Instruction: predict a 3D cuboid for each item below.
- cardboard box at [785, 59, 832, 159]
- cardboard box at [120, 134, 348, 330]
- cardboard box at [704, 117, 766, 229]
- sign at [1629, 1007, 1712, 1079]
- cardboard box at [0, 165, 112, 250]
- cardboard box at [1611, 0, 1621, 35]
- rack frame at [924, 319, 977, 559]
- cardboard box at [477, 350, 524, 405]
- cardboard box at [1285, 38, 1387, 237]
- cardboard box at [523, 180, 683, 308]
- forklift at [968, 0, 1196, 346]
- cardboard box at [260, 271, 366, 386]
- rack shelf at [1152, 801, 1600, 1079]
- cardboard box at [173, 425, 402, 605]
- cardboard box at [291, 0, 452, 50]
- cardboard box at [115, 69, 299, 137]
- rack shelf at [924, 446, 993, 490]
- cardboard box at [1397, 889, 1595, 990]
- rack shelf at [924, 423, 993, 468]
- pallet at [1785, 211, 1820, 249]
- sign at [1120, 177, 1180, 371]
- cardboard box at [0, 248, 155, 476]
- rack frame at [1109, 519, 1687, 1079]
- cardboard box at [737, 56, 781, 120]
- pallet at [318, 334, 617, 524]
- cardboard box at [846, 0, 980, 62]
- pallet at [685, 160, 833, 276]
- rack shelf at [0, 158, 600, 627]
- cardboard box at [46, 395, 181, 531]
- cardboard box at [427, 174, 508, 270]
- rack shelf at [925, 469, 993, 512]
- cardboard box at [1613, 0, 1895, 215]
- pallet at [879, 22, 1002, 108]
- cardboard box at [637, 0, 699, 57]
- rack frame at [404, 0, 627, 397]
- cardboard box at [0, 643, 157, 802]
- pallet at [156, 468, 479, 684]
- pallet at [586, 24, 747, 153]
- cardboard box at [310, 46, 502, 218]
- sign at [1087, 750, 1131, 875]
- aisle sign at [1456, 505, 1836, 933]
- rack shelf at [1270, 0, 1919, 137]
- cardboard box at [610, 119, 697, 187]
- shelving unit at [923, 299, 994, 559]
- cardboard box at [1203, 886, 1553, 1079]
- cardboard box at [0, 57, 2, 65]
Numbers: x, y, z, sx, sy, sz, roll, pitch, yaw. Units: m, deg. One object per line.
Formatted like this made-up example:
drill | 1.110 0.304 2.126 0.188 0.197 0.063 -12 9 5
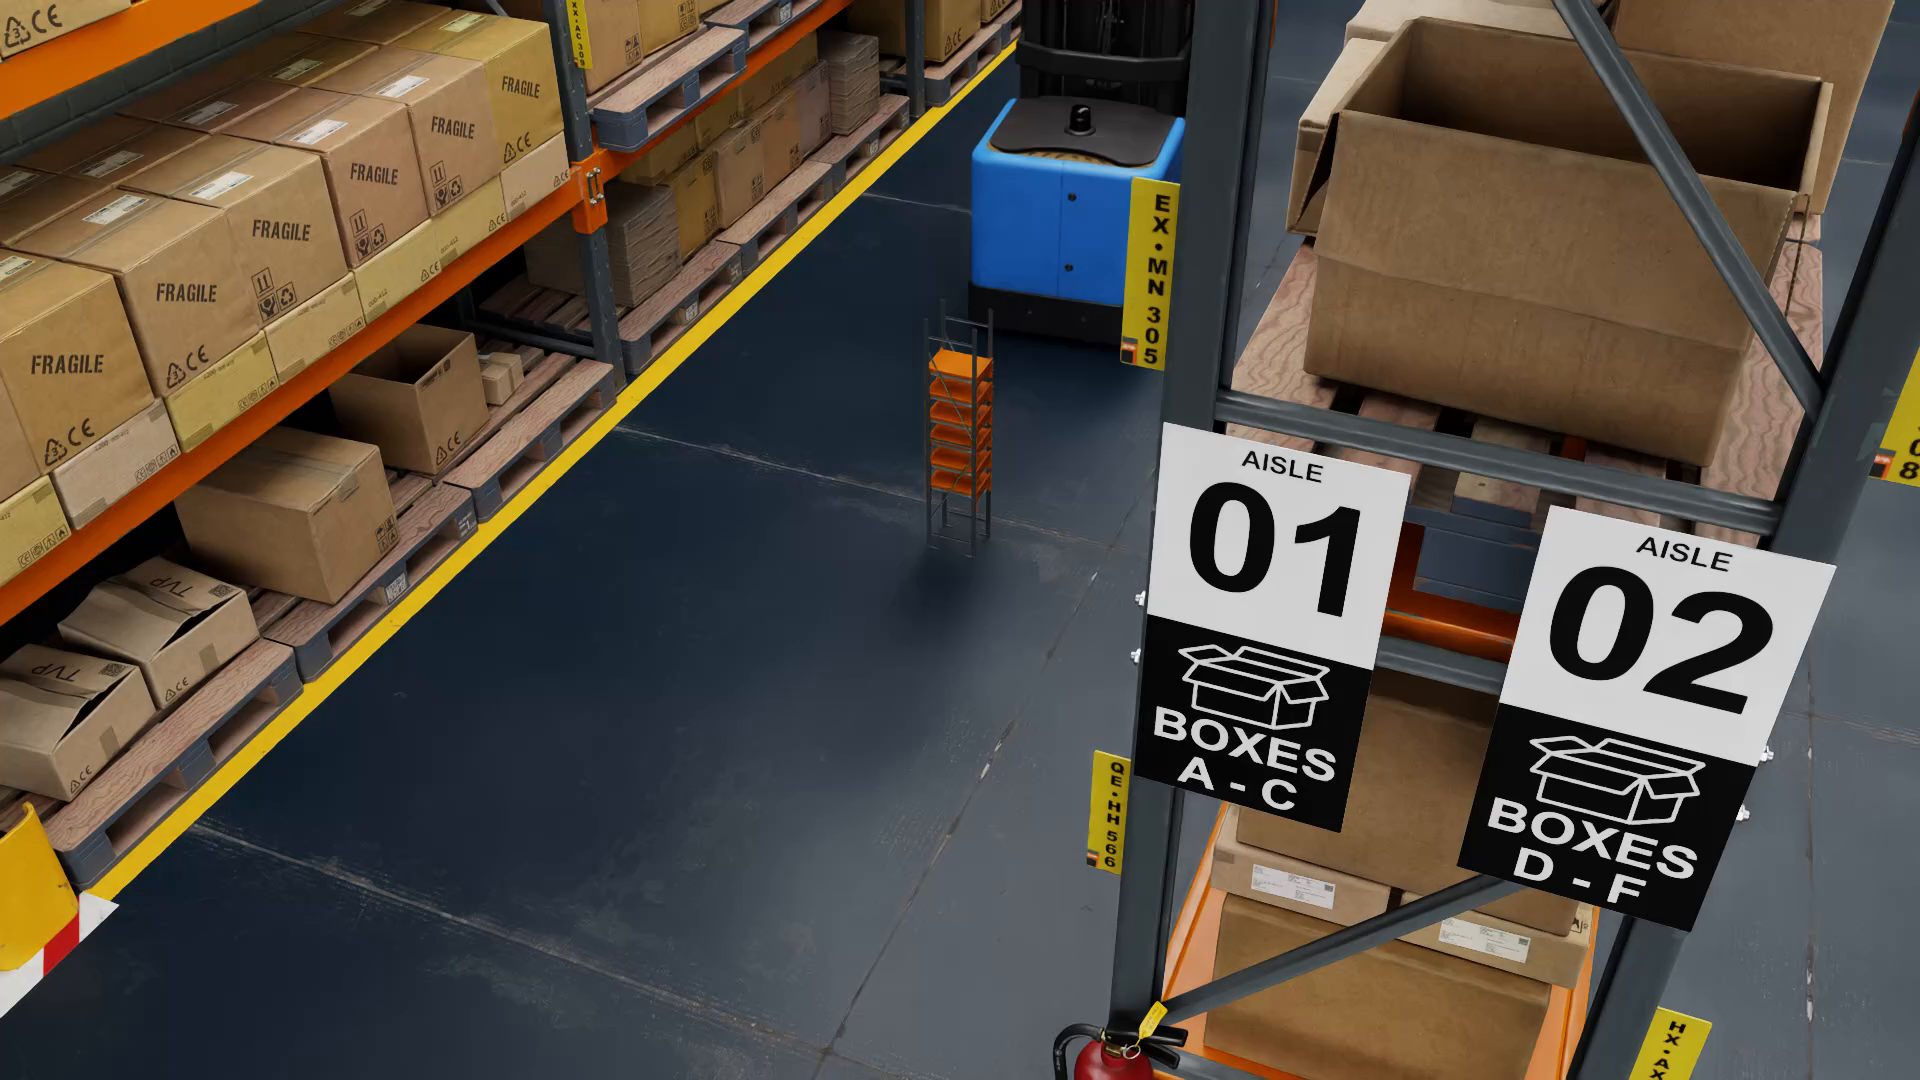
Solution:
cardboard box | -1.262 -2.818 10.735 0.700 0.500 0.500 14 39 18
cardboard box | -2.732 -1.171 6.294 0.500 0.500 0.500 15 39 19
cardboard box | -1.608 -2.254 9.981 0.700 0.500 0.500 14 39 18
sign | 1.317 0.995 3.124 0.100 0.325 0.005 14 39 18
cardboard box | -3.400 -1.004 6.070 0.500 0.500 0.500 13 39 17
cardboard box | 1.585 -1.555 4.266 0.797 0.503 0.637 18 40 23
rack frame | -0.040 -0.422 7.312 0.240 1.200 0.006 14 39 18
cardboard box | -2.430 -0.836 8.362 0.380 0.166 0.250 9 38 12
cardboard box | 1.000 -0.820 3.493 0.500 0.250 0.500 14 39 18
cardboard box | -1.990 -1.684 9.218 0.700 0.500 0.500 15 39 19
forklift | 0.952 -3.102 9.451 1.130 2.935 3.031 10 38 13
cardboard box | -2.719 -0.879 6.530 0.500 0.250 0.500 14 39 18
rack shelf | 1.567 0.424 5.278 1.077 0.370 4.000 14 39 18
cardboard box | -2.888 -0.131 7.140 0.700 0.500 0.500 11 38 15
cardboard box | -2.627 -2.133 7.580 0.500 0.500 0.500 13 39 17
cardboard box | -3.022 -1.573 6.831 0.500 0.500 0.500 15 39 19
rack shelf | -0.006 -0.341 7.479 0.258 0.103 0.180 14 39 18
cardboard box | 1.154 0.776 3.582 0.380 0.149 0.250 14 39 17
rack shelf | -0.006 -0.437 7.407 0.258 0.103 0.180 14 39 18
pallet | 1.562 -0.986 4.132 1.003 0.211 1.213 14 39 18
sign | 0.309 -0.412 2.617 0.100 0.325 0.005 14 39 18
cardboard box | -3.120 -0.598 5.527 0.500 0.500 0.500 14 39 18
rack frame | 0.806 1.244 3.581 1.000 3.000 0.127 14 39 18
cardboard box | -1.424 -2.790 10.071 0.500 0.250 0.500 14 39 18
pallet | -2.477 -0.601 8.377 1.003 0.211 1.213 14 39 18
cardboard box | -0.331 -3.996 12.036 0.750 0.750 0.750 13 39 17
pallet | -1.497 -2.090 10.369 1.003 0.211 1.213 14 39 18
rack shelf | -3.016 -0.702 6.784 1.077 0.370 4.000 14 39 18
cardboard box | -3.113 -0.319 5.780 0.500 0.250 0.500 13 39 16
cardboard box | -2.352 -1.440 7.280 0.500 0.250 0.500 14 39 18
rack shelf | -0.006 -0.245 7.550 0.258 0.103 0.180 14 39 18
cardboard box | 1.691 -1.079 3.632 0.500 0.500 0.500 14 39 18
pallet | -0.363 -3.614 12.409 1.003 0.211 1.213 14 39 18
cardboard box | -1.810 -2.895 8.667 0.700 0.500 0.500 18 40 22
rack frame | -2.255 -2.097 8.051 1.000 3.000 0.127 14 39 18
cardboard box | -3.430 0.655 6.246 0.500 0.311 0.500 10 38 13
pallet | -2.940 0.077 7.470 1.003 0.211 1.213 14 39 18
pallet | -1.829 -2.411 8.630 1.003 0.211 1.213 14 39 18
cardboard box | -2.333 -1.736 7.049 0.500 0.500 0.500 14 39 17
sign | 0.309 0.554 3.339 0.100 0.325 0.005 14 39 18
aisle sign | 1.064 0.309 2.660 0.394 0.787 0.004 14 39 18
rack shelf | 1.567 -1.818 3.601 1.077 0.370 4.000 14 39 18
cardboard box | -1.825 -2.229 9.320 0.500 0.250 0.500 13 39 17
shelving unit | -0.006 -0.473 7.380 0.258 1.200 0.189 14 39 18
cardboard box | 0.995 0.948 3.893 0.700 0.500 0.500 14 39 18
cardboard box | -3.181 -1.550 4.712 0.500 0.500 0.500 16 40 21
